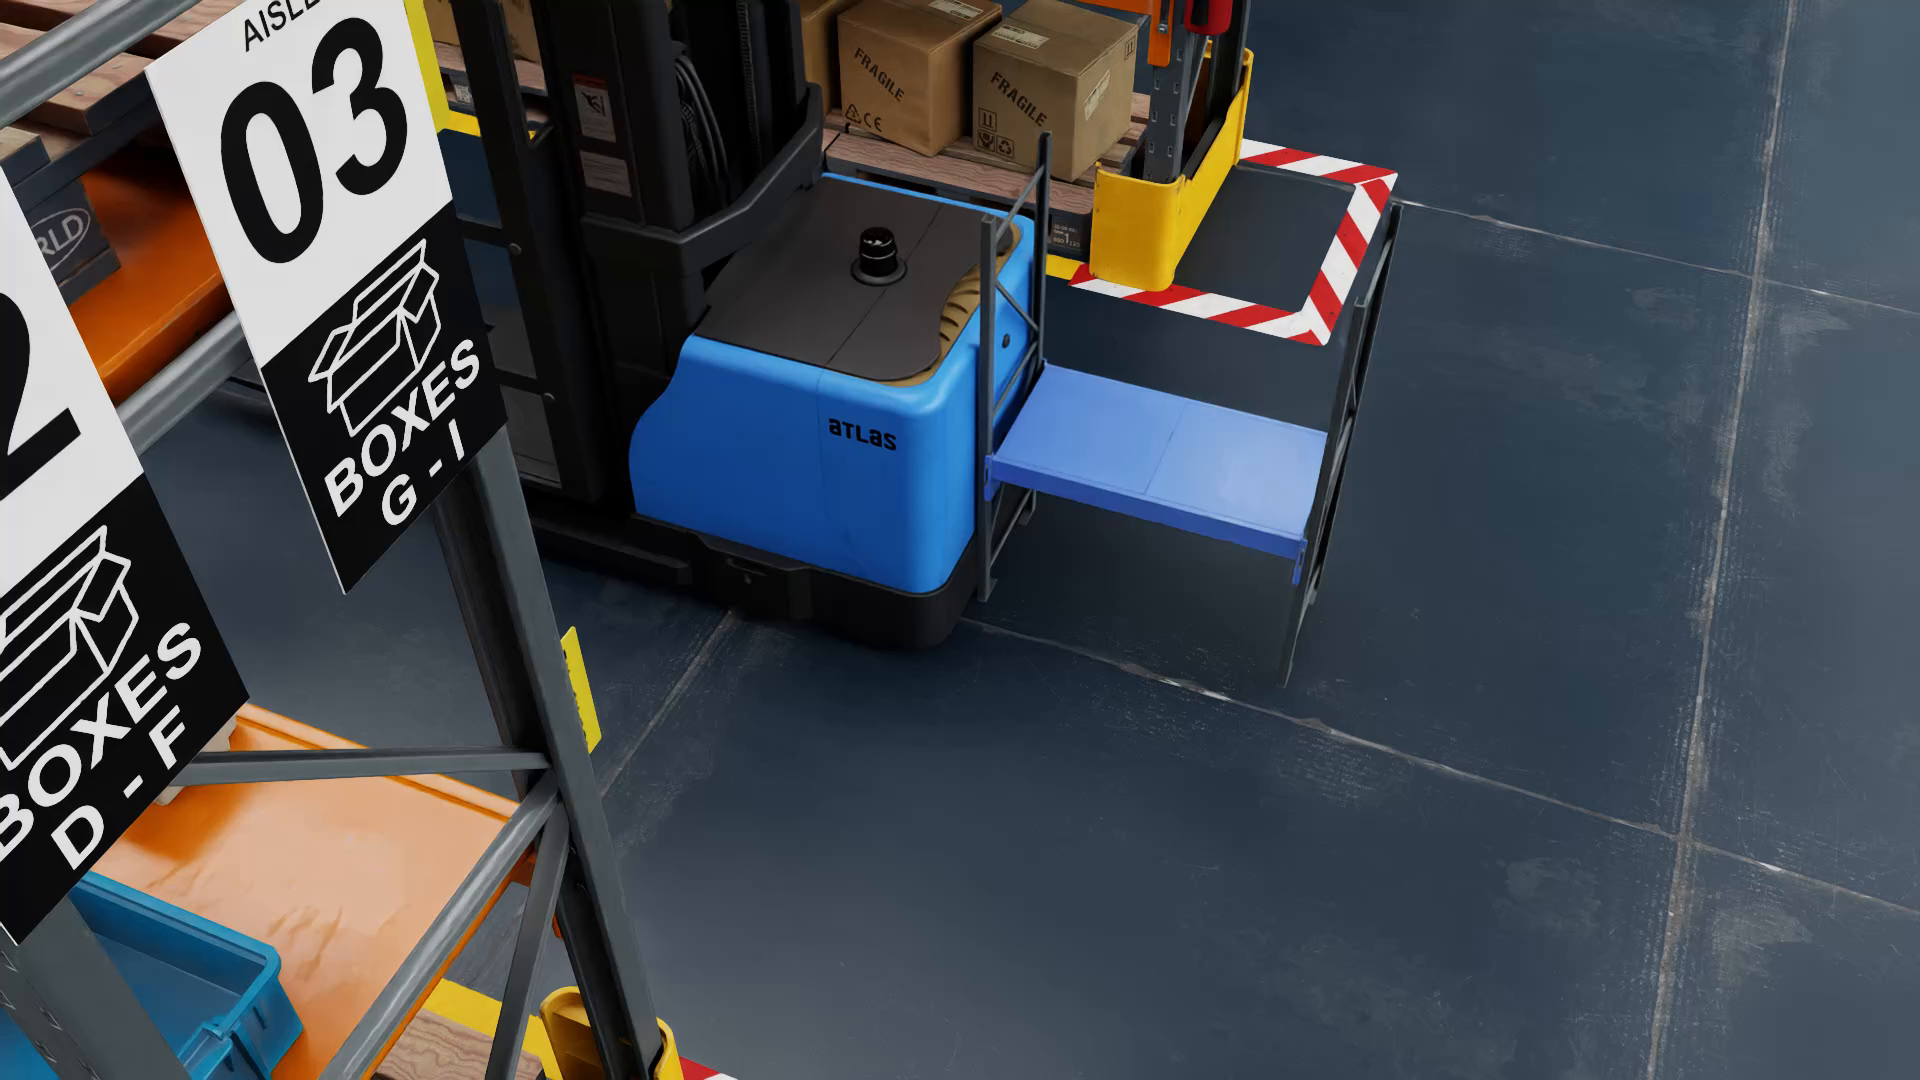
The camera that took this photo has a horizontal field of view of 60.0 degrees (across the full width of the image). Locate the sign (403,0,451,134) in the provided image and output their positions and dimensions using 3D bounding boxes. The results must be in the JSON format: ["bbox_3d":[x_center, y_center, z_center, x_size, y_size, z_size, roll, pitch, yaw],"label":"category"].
[{"bbox_3d":[-0.725,-0.664,2.158,0.005,0.325,0.100,16,47,16],"label":"sign"}]

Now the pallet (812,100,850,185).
[{"bbox_3d":[-0.963,-2.073,7.684,1.213,0.211,1.003,16,47,16],"label":"pallet"}]

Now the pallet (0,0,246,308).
[{"bbox_3d":[-1.667,-0.525,2.158,1.213,0.211,1.003,16,47,16],"label":"pallet"}]

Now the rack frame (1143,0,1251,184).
[{"bbox_3d":[0.966,-2.465,6.100,0.127,3.000,1.000,16,47,16],"label":"rack frame"}]

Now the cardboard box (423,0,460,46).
[{"bbox_3d":[-2.372,-2.679,7.790,0.500,0.500,0.500,15,47,15],"label":"cardboard box"}]

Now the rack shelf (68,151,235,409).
[{"bbox_3d":[-2.787,-0.592,2.602,4.000,0.370,1.077,16,47,16],"label":"rack shelf"}]

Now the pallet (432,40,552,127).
[{"bbox_3d":[-2.093,-2.403,8.015,1.213,0.211,1.003,16,47,16],"label":"pallet"}]

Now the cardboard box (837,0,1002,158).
[{"bbox_3d":[-0.169,-2.048,7.156,0.500,0.500,0.500,29,52,26],"label":"cardboard box"}]

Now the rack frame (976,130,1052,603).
[{"bbox_3d":[0.162,-0.489,5.178,0.032,1.500,0.500,16,47,15],"label":"rack frame"}]

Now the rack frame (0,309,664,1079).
[{"bbox_3d":[-0.941,0.760,2.860,0.127,3.000,1.000,16,47,16],"label":"rack frame"}]

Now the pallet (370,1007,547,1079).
[{"bbox_3d":[-1.777,1.534,4.059,1.213,0.211,1.003,16,47,16],"label":"pallet"}]

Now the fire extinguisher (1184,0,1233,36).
[{"bbox_3d":[0.894,-2.106,5.795,0.183,0.674,0.296,16,47,16],"label":"fire extinguisher"}]

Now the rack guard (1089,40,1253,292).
[{"bbox_3d":[0.895,-1.599,7.003,0.348,0.500,1.175,16,47,16],"label":"rack guard"}]

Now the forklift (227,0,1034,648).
[{"bbox_3d":[-1.282,-1.359,5.037,3.031,2.935,1.130,16,47,15],"label":"forklift"}]

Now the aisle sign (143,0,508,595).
[{"bbox_3d":[-0.762,-0.333,2.115,0.004,0.787,0.394,16,47,16],"label":"aisle sign"}]

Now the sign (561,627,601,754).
[{"bbox_3d":[-0.725,0.304,3.121,0.005,0.325,0.100,16,47,16],"label":"sign"}]

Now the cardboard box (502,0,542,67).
[{"bbox_3d":[-1.841,-2.528,7.639,0.500,0.500,0.500,32,53,28],"label":"cardboard box"}]

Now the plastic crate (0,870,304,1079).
[{"bbox_3d":[-1.518,0.871,2.853,0.616,0.251,0.499,16,47,16],"label":"plastic crate"}]

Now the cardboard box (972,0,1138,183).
[{"bbox_3d":[0.396,-1.908,7.015,0.500,0.500,0.500,25,50,23],"label":"cardboard box"}]

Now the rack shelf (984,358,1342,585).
[{"bbox_3d":[0.634,-0.229,5.172,1.000,0.185,0.538,16,47,15],"label":"rack shelf"}]

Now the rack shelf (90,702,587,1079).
[{"bbox_3d":[-2.787,0.471,3.660,4.000,0.370,1.077,16,47,16],"label":"rack shelf"}]

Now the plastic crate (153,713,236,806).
[{"bbox_3d":[-1.643,0.401,3.408,0.250,0.136,0.298,16,47,16],"label":"plastic crate"}]

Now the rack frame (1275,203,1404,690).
[{"bbox_3d":[1.107,-0.224,4.912,0.032,1.500,0.500,16,47,15],"label":"rack frame"}]

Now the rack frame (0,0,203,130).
[{"bbox_3d":[-0.941,-1.367,0.744,0.127,3.000,1.000,16,47,16],"label":"rack frame"}]

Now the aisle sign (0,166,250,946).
[{"bbox_3d":[-0.989,0.051,1.729,0.004,0.787,0.394,16,47,16],"label":"aisle sign"}]

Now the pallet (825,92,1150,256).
[{"bbox_3d":[0.159,-1.740,7.350,1.213,0.211,1.003,16,47,16],"label":"pallet"}]

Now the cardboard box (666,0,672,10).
[{"bbox_3d":[-1.238,-2.411,7.521,0.500,0.500,0.500,13,46,12],"label":"cardboard box"}]

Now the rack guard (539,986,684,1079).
[{"bbox_3d":[-1.030,1.656,3.732,0.348,0.500,1.175,16,47,16],"label":"rack guard"}]

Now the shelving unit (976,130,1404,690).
[{"bbox_3d":[0.634,-0.357,5.045,1.048,1.500,0.538,16,47,15],"label":"shelving unit"}]

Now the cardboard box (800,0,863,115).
[{"bbox_3d":[-0.740,-2.230,7.339,0.500,0.500,0.500,21,48,19],"label":"cardboard box"}]

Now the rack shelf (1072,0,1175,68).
[{"bbox_3d":[-0.880,-2.753,6.900,4.000,0.370,1.077,16,47,16],"label":"rack shelf"}]
